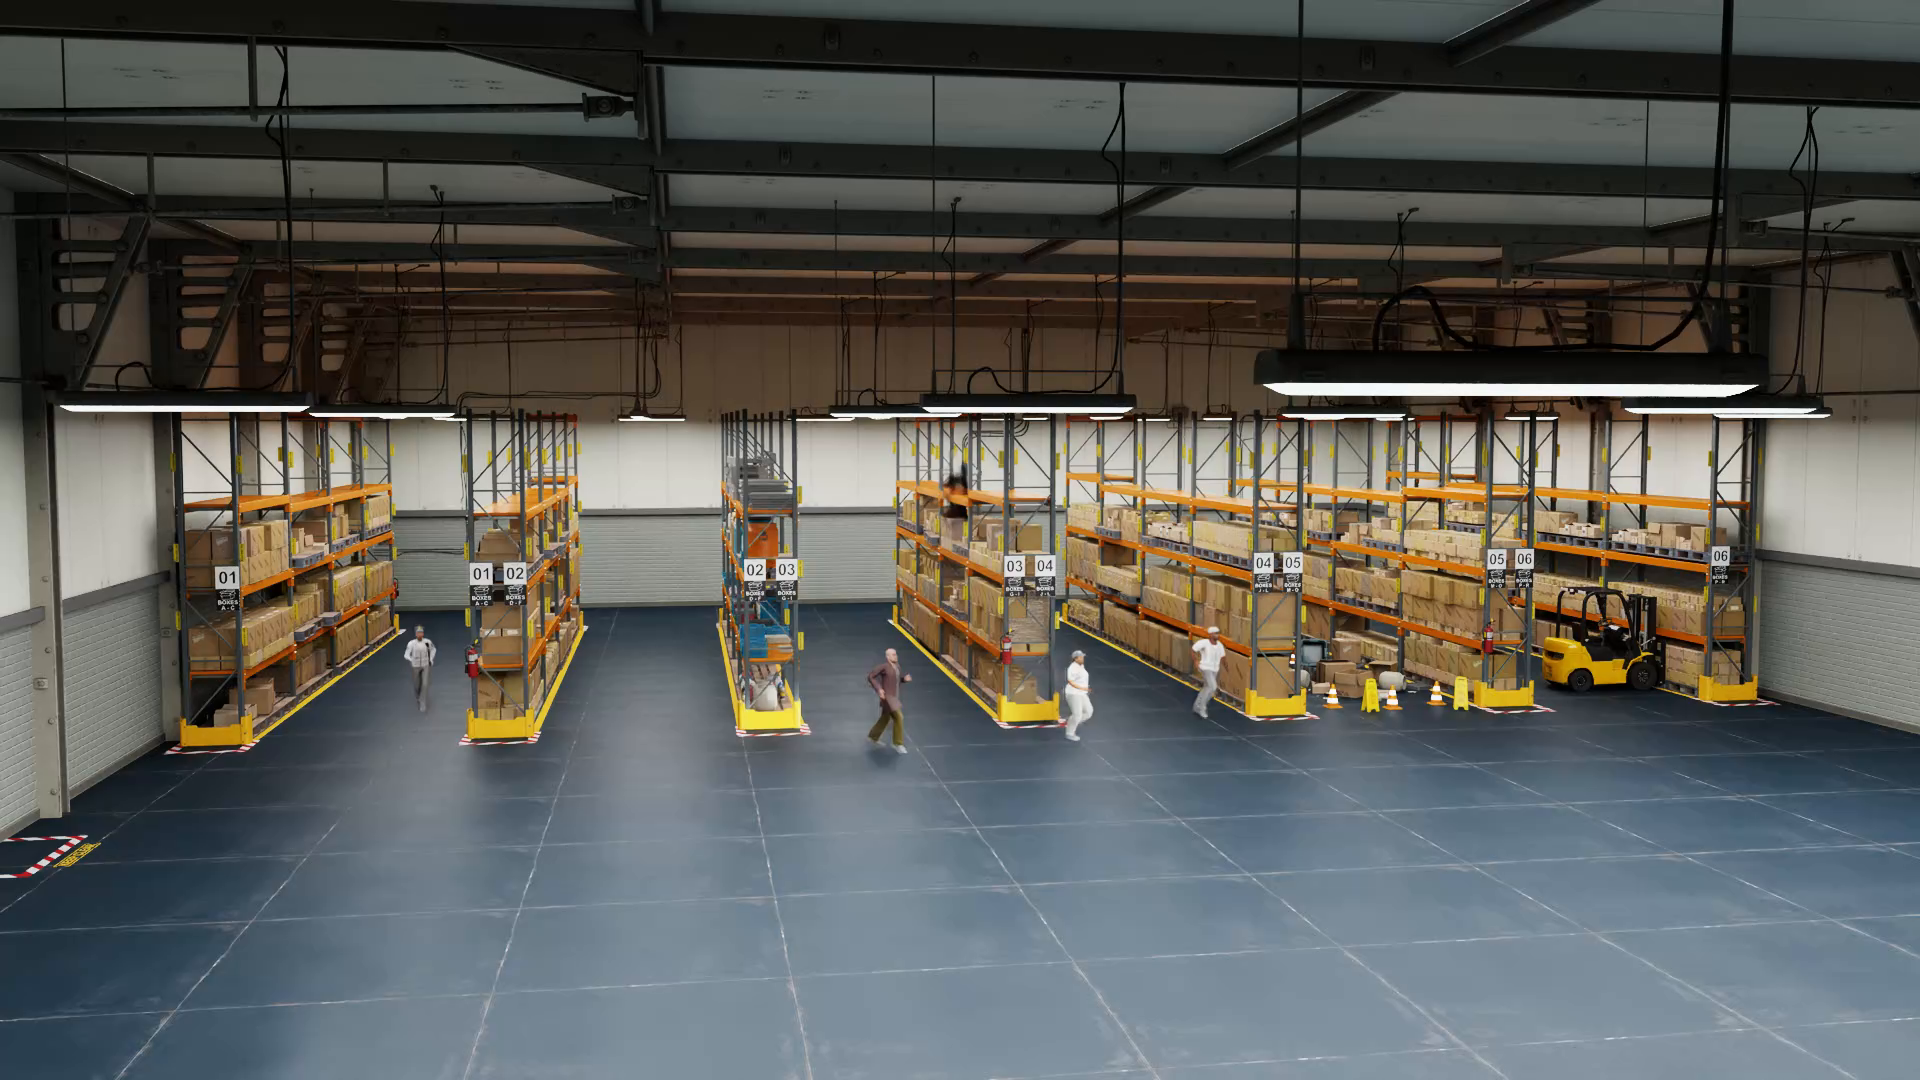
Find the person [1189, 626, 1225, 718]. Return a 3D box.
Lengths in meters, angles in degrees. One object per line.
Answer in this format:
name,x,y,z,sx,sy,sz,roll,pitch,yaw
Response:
person,4.918,2.587,32.667,0.702,1.780,0.675,-3,5,-38

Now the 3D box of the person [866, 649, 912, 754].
person,-1.248,2.813,29.120,0.866,1.852,0.669,2,4,23

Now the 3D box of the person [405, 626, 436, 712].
person,-10.827,2.559,33.397,0.617,1.700,0.882,-1,4,-20

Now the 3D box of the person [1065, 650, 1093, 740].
person,2.169,2.806,30.163,0.562,1.628,0.633,2,5,28
